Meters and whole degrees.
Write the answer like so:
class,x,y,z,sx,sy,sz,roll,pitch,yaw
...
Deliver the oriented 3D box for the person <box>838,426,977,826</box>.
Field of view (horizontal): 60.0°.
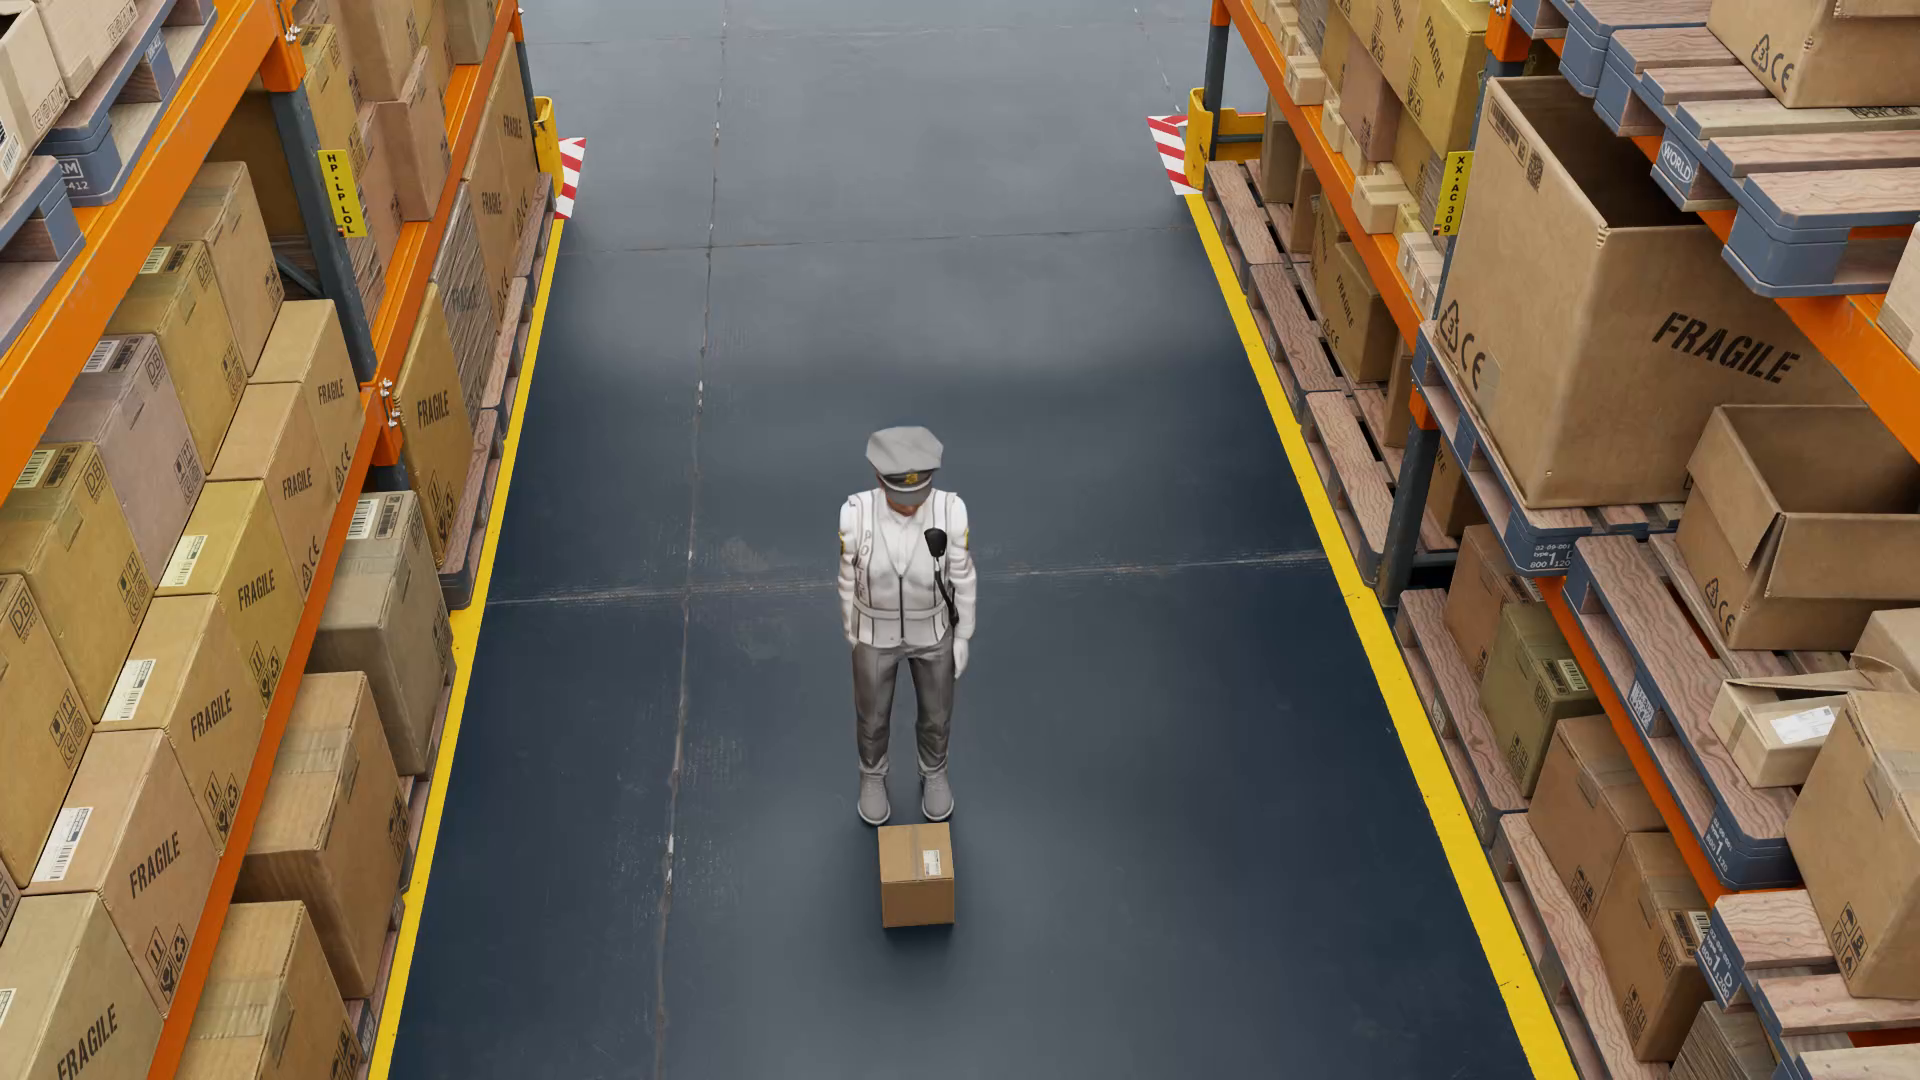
class,x,y,z,sx,sy,sz,roll,pitch,yaw
person,-0.177,0.329,5.760,0.471,1.662,0.327,-2,39,-3
